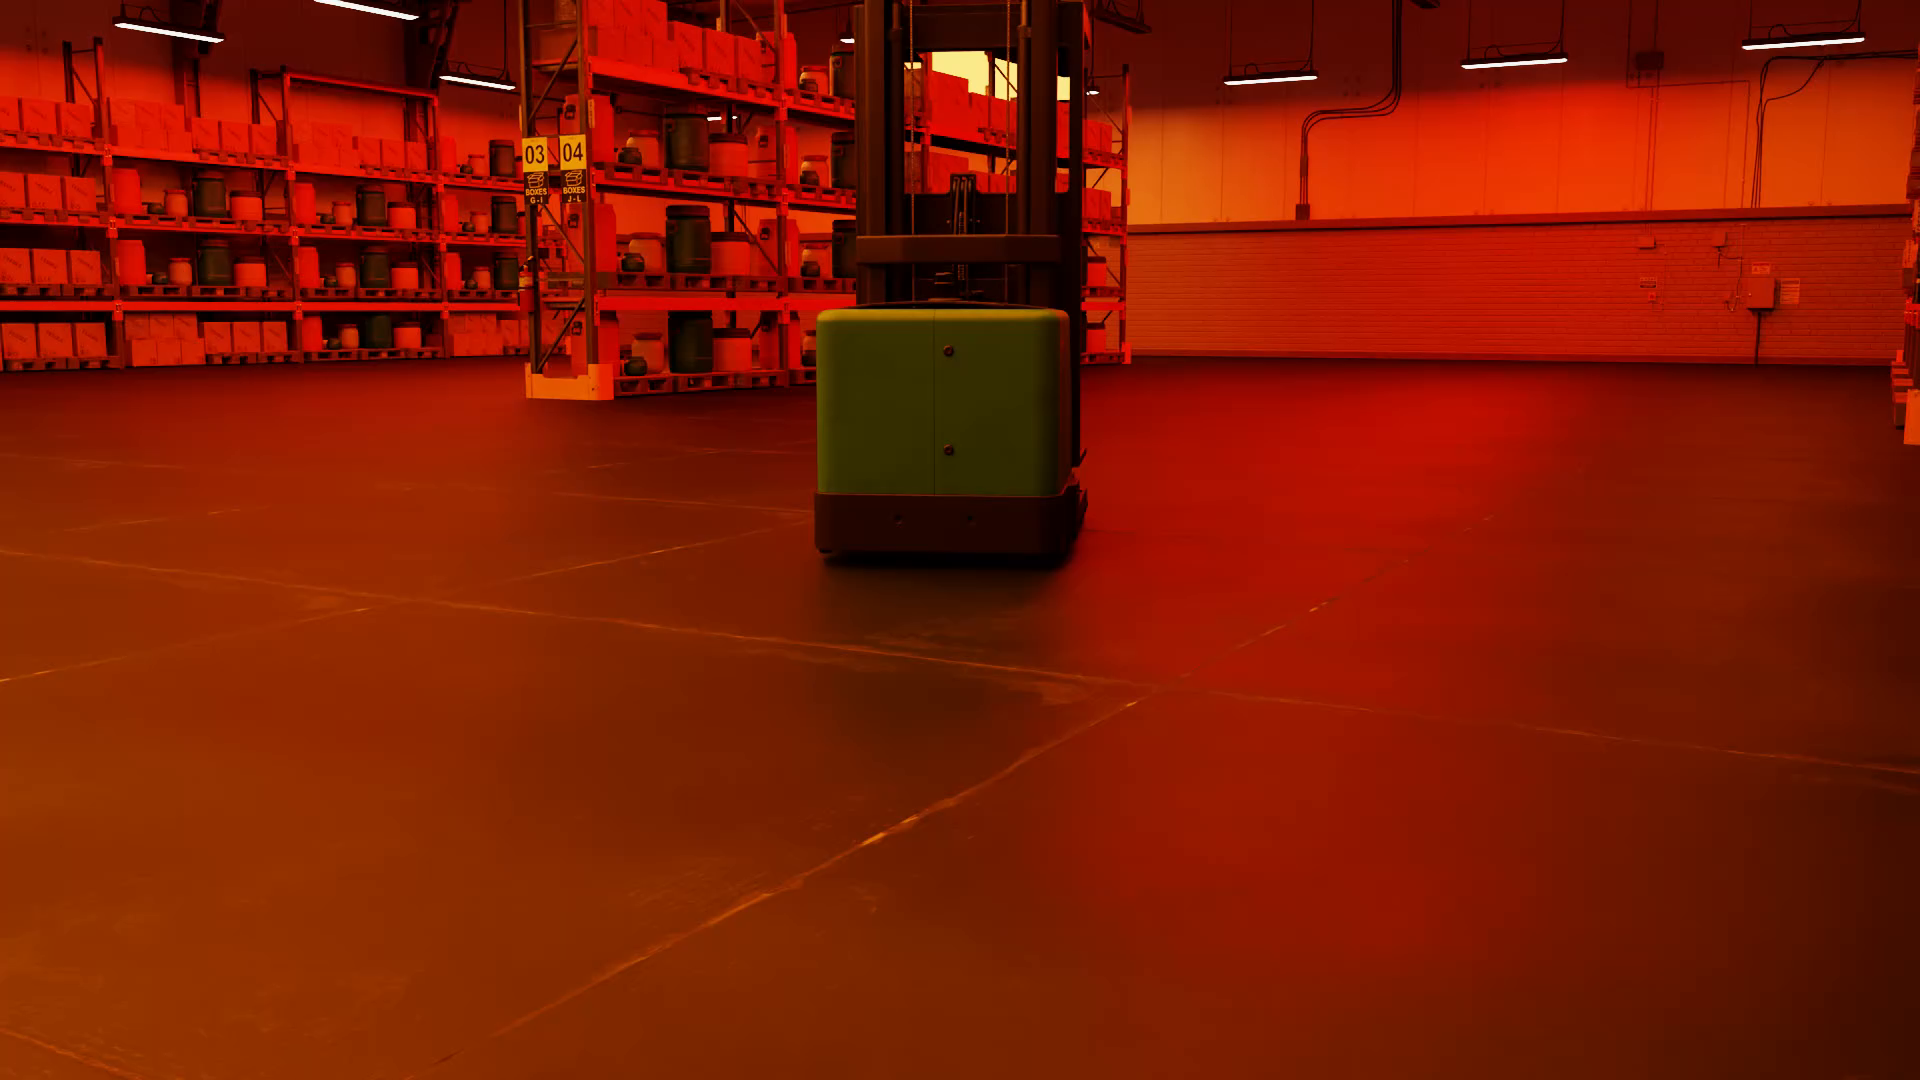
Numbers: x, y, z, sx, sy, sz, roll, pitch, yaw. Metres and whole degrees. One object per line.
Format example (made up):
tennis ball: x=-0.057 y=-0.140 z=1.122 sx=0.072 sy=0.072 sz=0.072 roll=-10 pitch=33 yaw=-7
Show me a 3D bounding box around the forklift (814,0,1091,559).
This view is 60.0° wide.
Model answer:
forklift: x=0.072 y=-1.535 z=8.212 sx=1.130 sy=2.935 sz=3.031 roll=1 pitch=8 yaw=7
